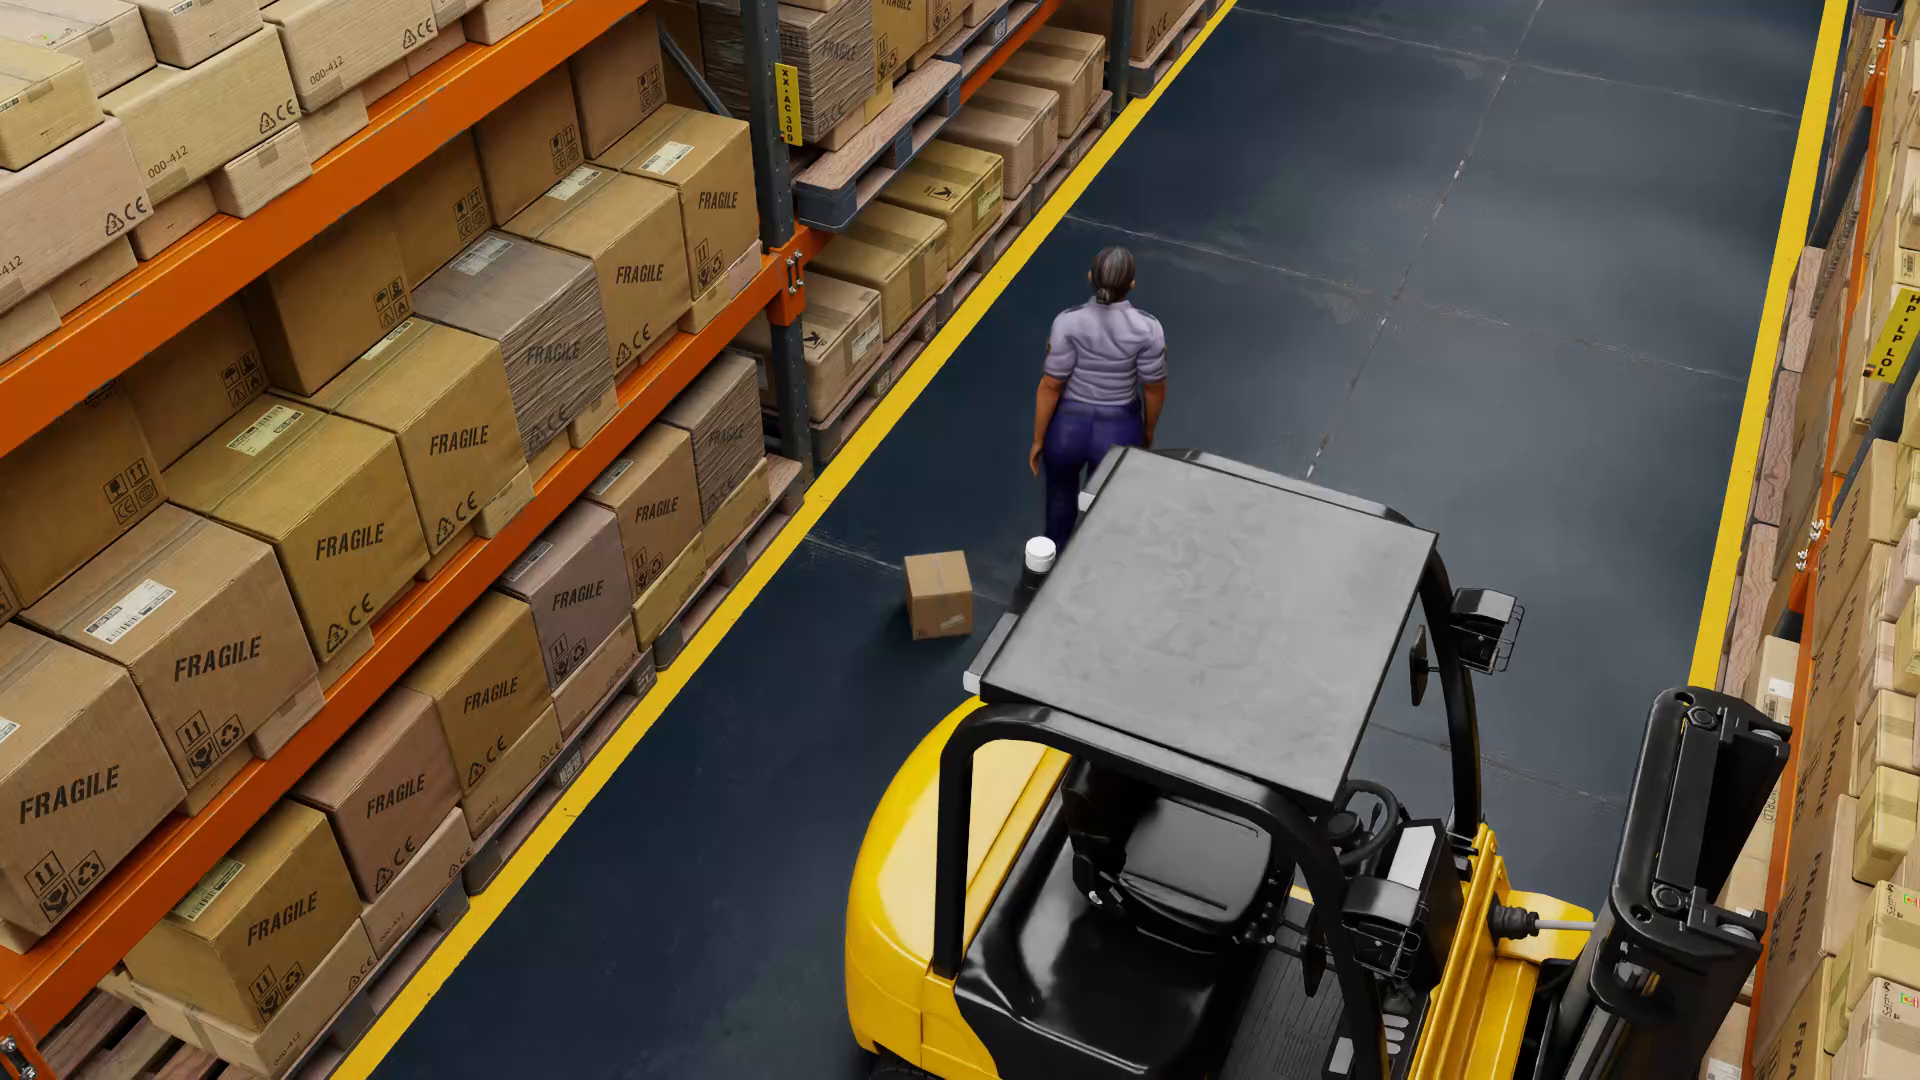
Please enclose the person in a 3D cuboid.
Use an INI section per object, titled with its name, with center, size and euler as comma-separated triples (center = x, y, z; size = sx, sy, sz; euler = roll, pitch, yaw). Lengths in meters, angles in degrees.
[person]
center = 0.544, -0.389, 6.628
size = 0.507, 1.682, 0.615
euler = 6, 43, 7
